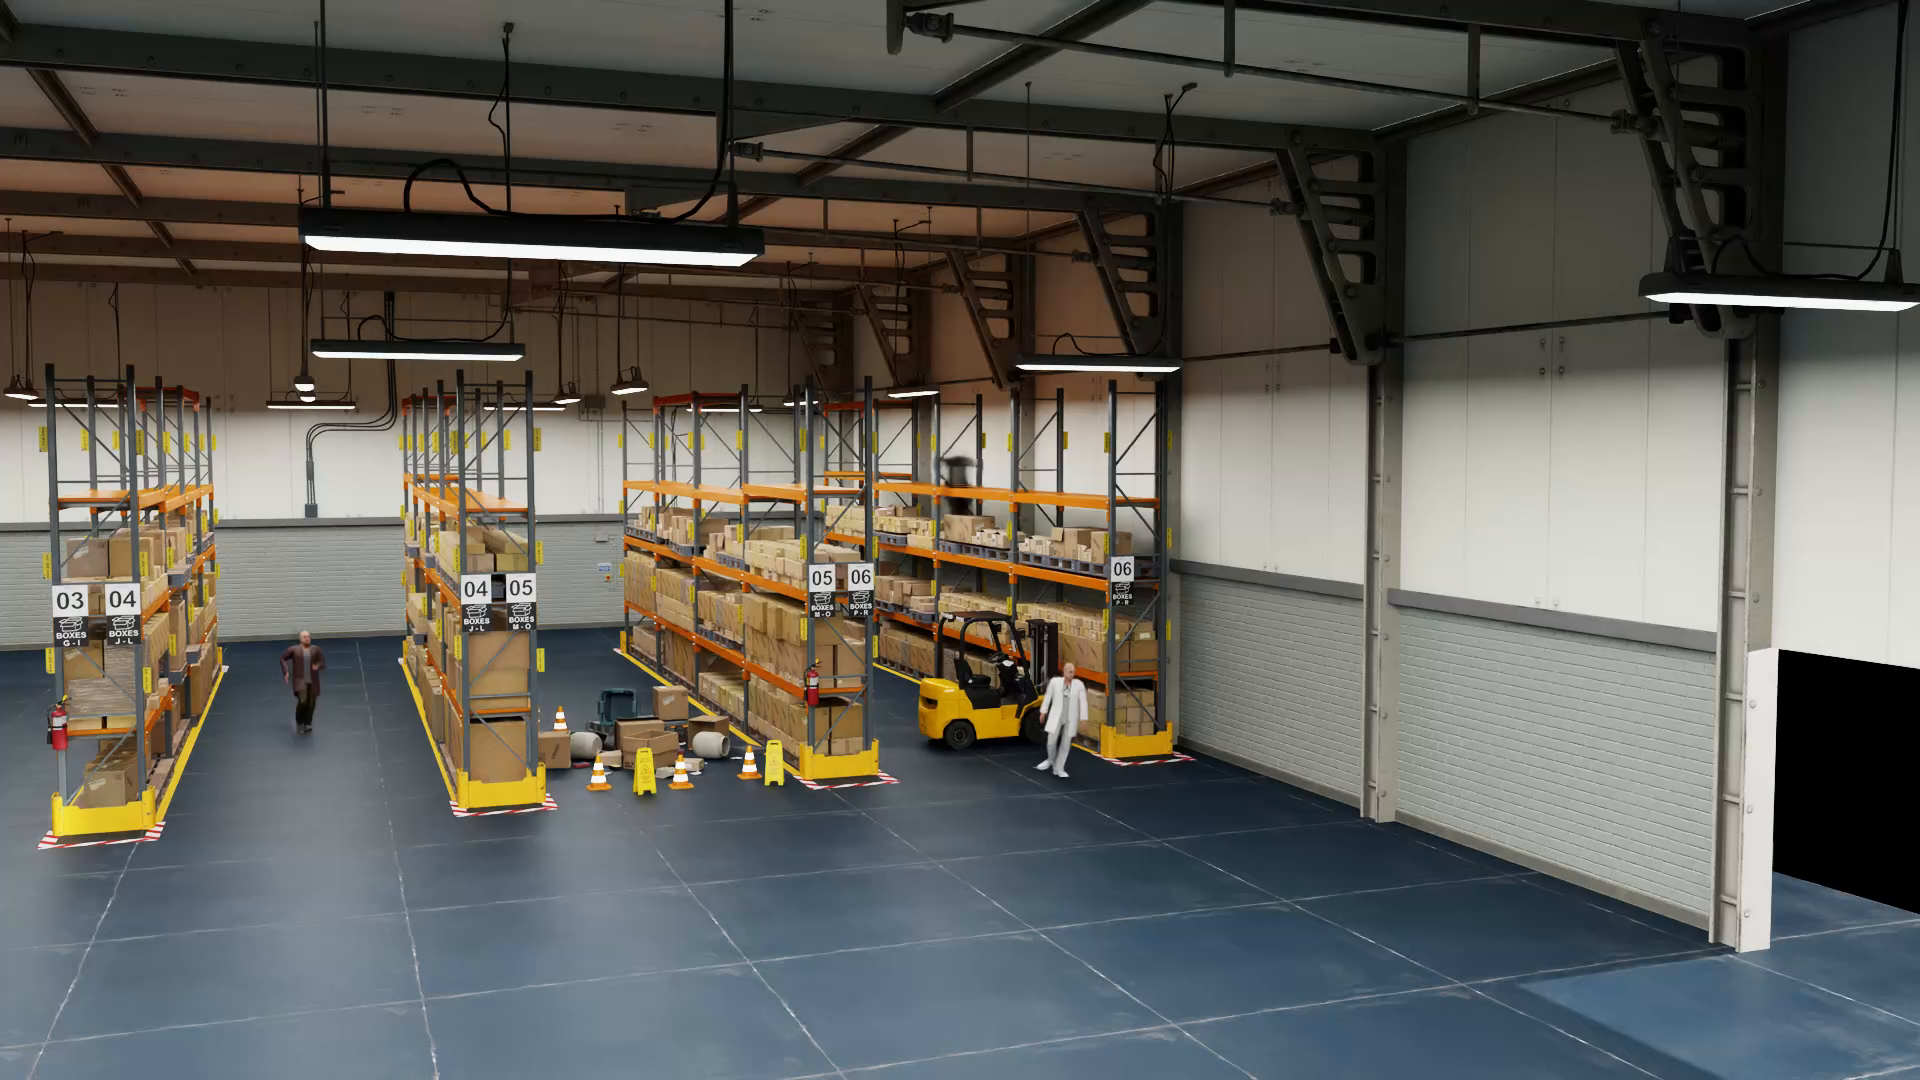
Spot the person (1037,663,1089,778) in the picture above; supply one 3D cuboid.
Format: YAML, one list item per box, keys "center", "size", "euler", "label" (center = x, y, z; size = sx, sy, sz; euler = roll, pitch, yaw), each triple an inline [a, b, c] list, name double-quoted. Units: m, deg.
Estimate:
- center: [1.534, 2.683, 24.865]
  size: [0.739, 1.745, 0.540]
  euler: [0, 3, -3]
  label: "person"

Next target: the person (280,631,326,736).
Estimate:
- center: [-11.224, 2.454, 28.500]
  size: [0.697, 1.792, 0.746]
  euler: [-2, 4, -34]
  label: "person"
